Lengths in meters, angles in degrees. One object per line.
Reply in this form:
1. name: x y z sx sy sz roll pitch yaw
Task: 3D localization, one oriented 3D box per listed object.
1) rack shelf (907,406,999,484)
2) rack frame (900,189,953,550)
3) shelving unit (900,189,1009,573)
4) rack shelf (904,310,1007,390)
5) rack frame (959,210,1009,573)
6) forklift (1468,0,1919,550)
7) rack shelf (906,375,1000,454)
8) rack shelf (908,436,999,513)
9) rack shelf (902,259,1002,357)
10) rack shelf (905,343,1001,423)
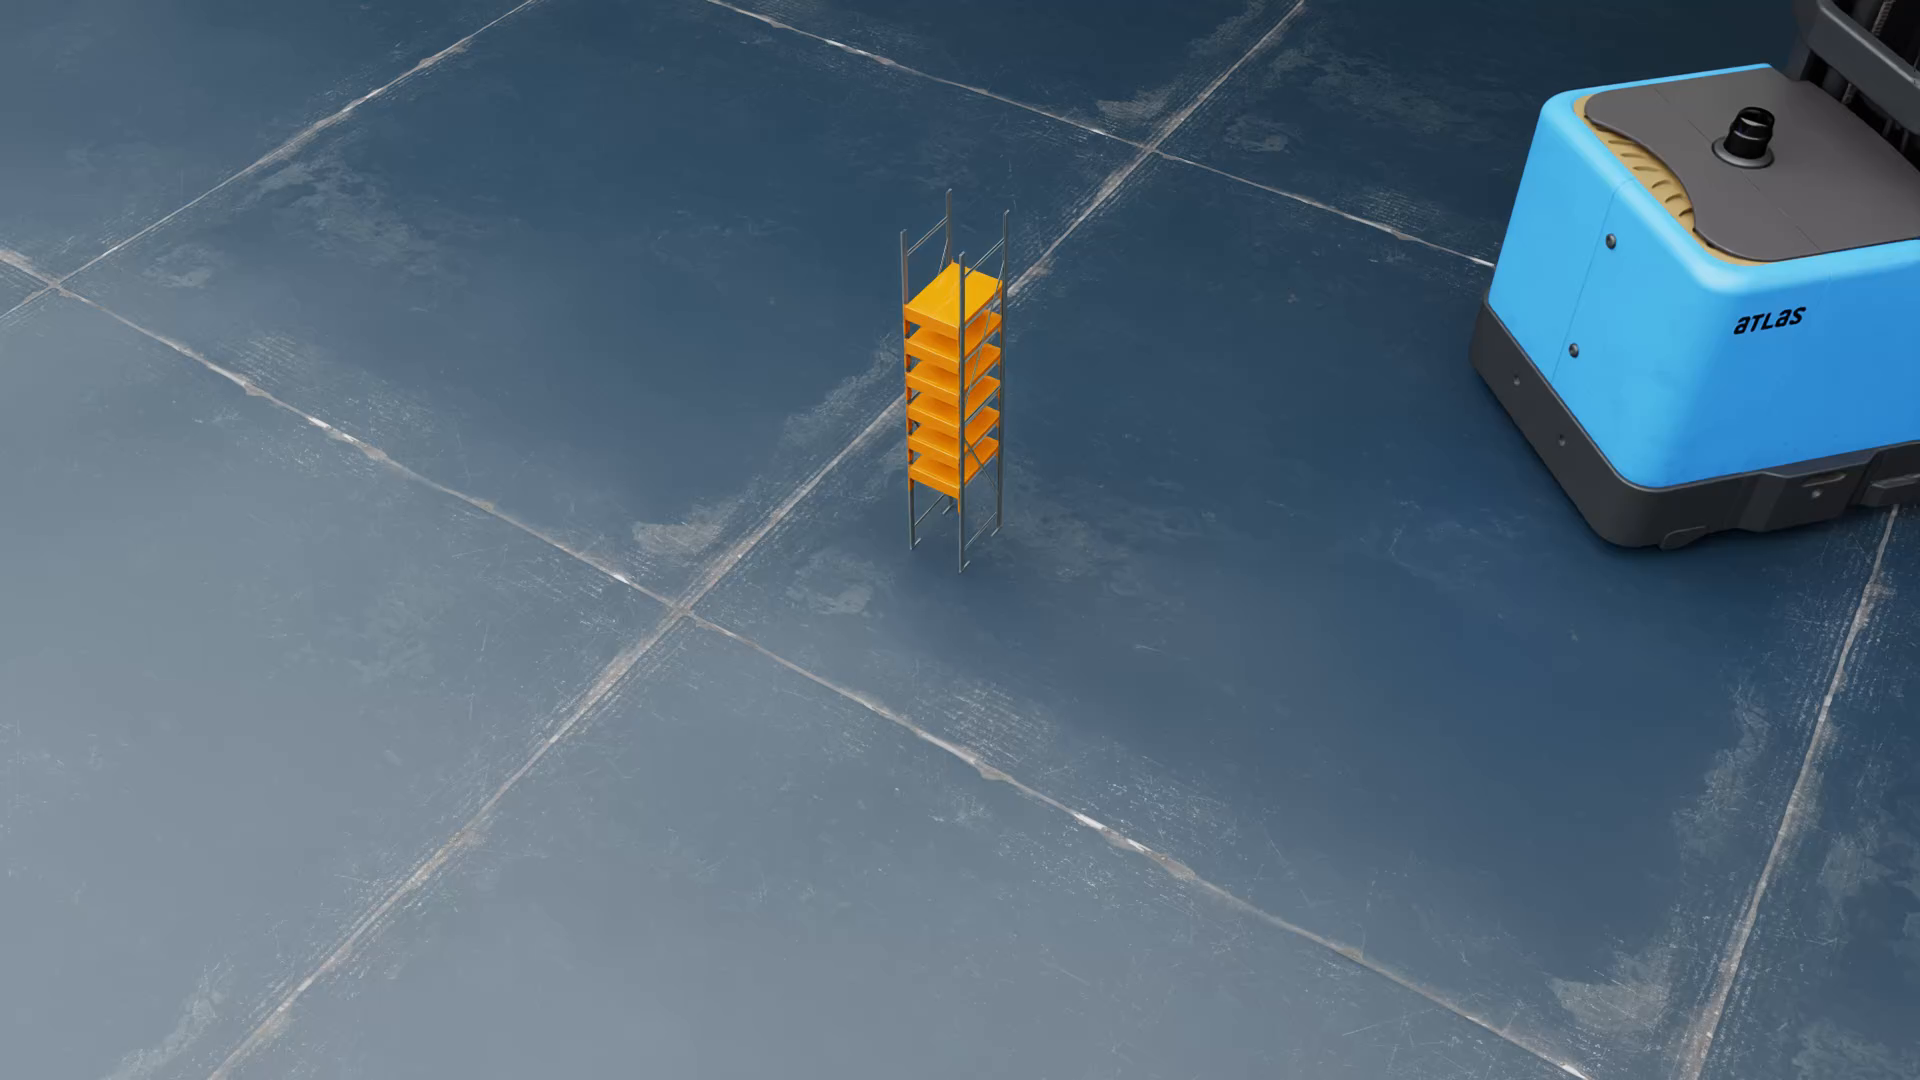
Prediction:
1. rack shelf: -0.012 -0.309 4.943 0.180 0.103 0.258 25 51 22
2. rack frame: -0.089 -0.459 4.860 0.006 1.200 0.240 25 51 22
3. shelving unit: -0.012 -0.424 4.825 0.189 1.200 0.258 25 51 22
4. rack shelf: -0.012 -0.560 4.685 0.180 0.103 0.258 25 51 22
5. rack frame: 0.065 -0.388 4.791 0.006 1.200 0.240 25 51 22
6. forklift: 3.338 -1.563 4.725 3.031 2.935 1.130 -10 47 -10
7. rack shelf: -0.012 -0.393 4.857 0.180 0.103 0.258 25 51 22
8. rack shelf: -0.012 -0.226 5.029 0.180 0.103 0.258 25 51 22
9. rack shelf: -0.012 -0.644 4.599 0.180 0.103 0.258 25 51 22
10. rack shelf: -0.012 -0.476 4.771 0.180 0.103 0.258 25 51 22
